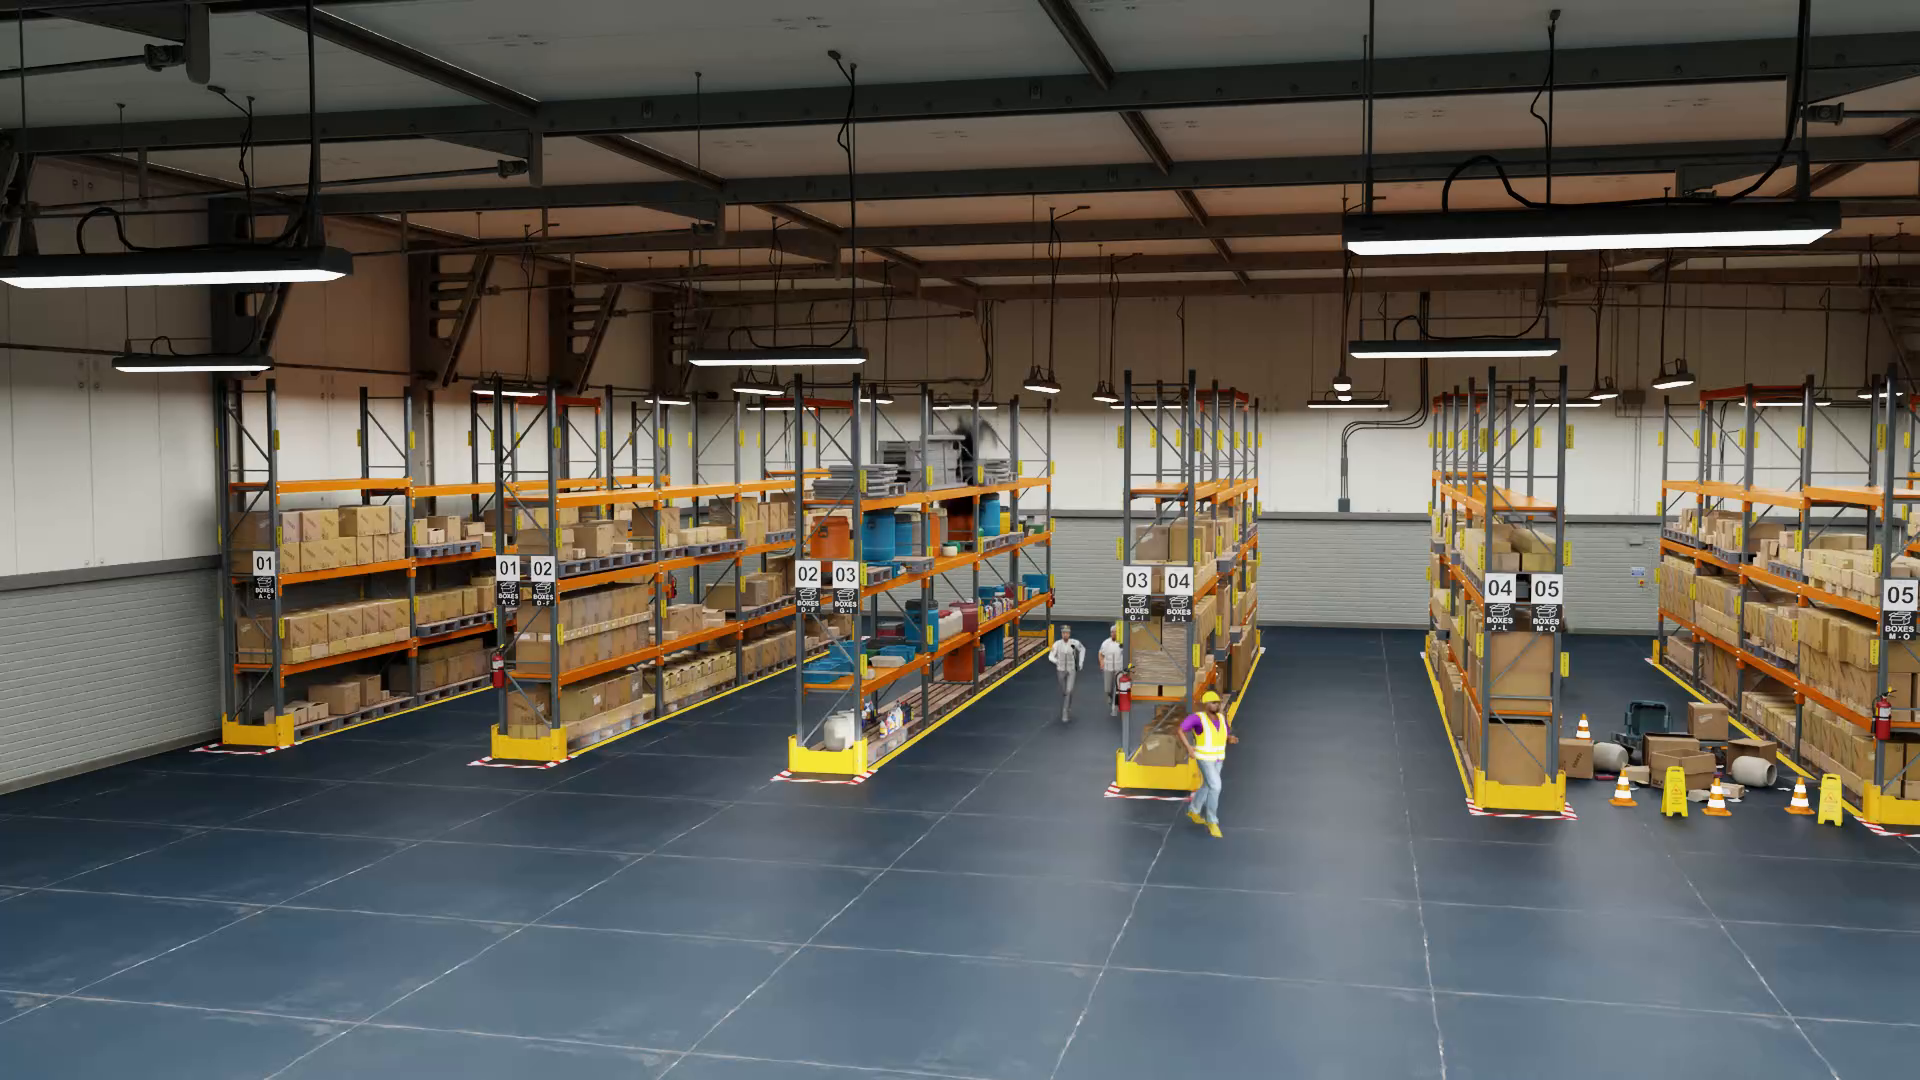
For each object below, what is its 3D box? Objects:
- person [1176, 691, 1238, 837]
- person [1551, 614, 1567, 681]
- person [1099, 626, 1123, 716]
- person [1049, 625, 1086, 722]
[{"bbox_3d":[3.192,2.847,21.297,0.674,1.832,0.785,-3,4,-38],"label":"person"},{"bbox_3d":[12.261,2.082,34.565,0.669,1.679,0.618,1,4,12],"label":"person"},{"bbox_3d":[2.838,2.378,30.463,0.614,1.631,0.575,1,3,9],"label":"person"},{"bbox_3d":[1.923,2.383,29.922,0.647,1.738,0.847,0,3,8],"label":"person"}]
